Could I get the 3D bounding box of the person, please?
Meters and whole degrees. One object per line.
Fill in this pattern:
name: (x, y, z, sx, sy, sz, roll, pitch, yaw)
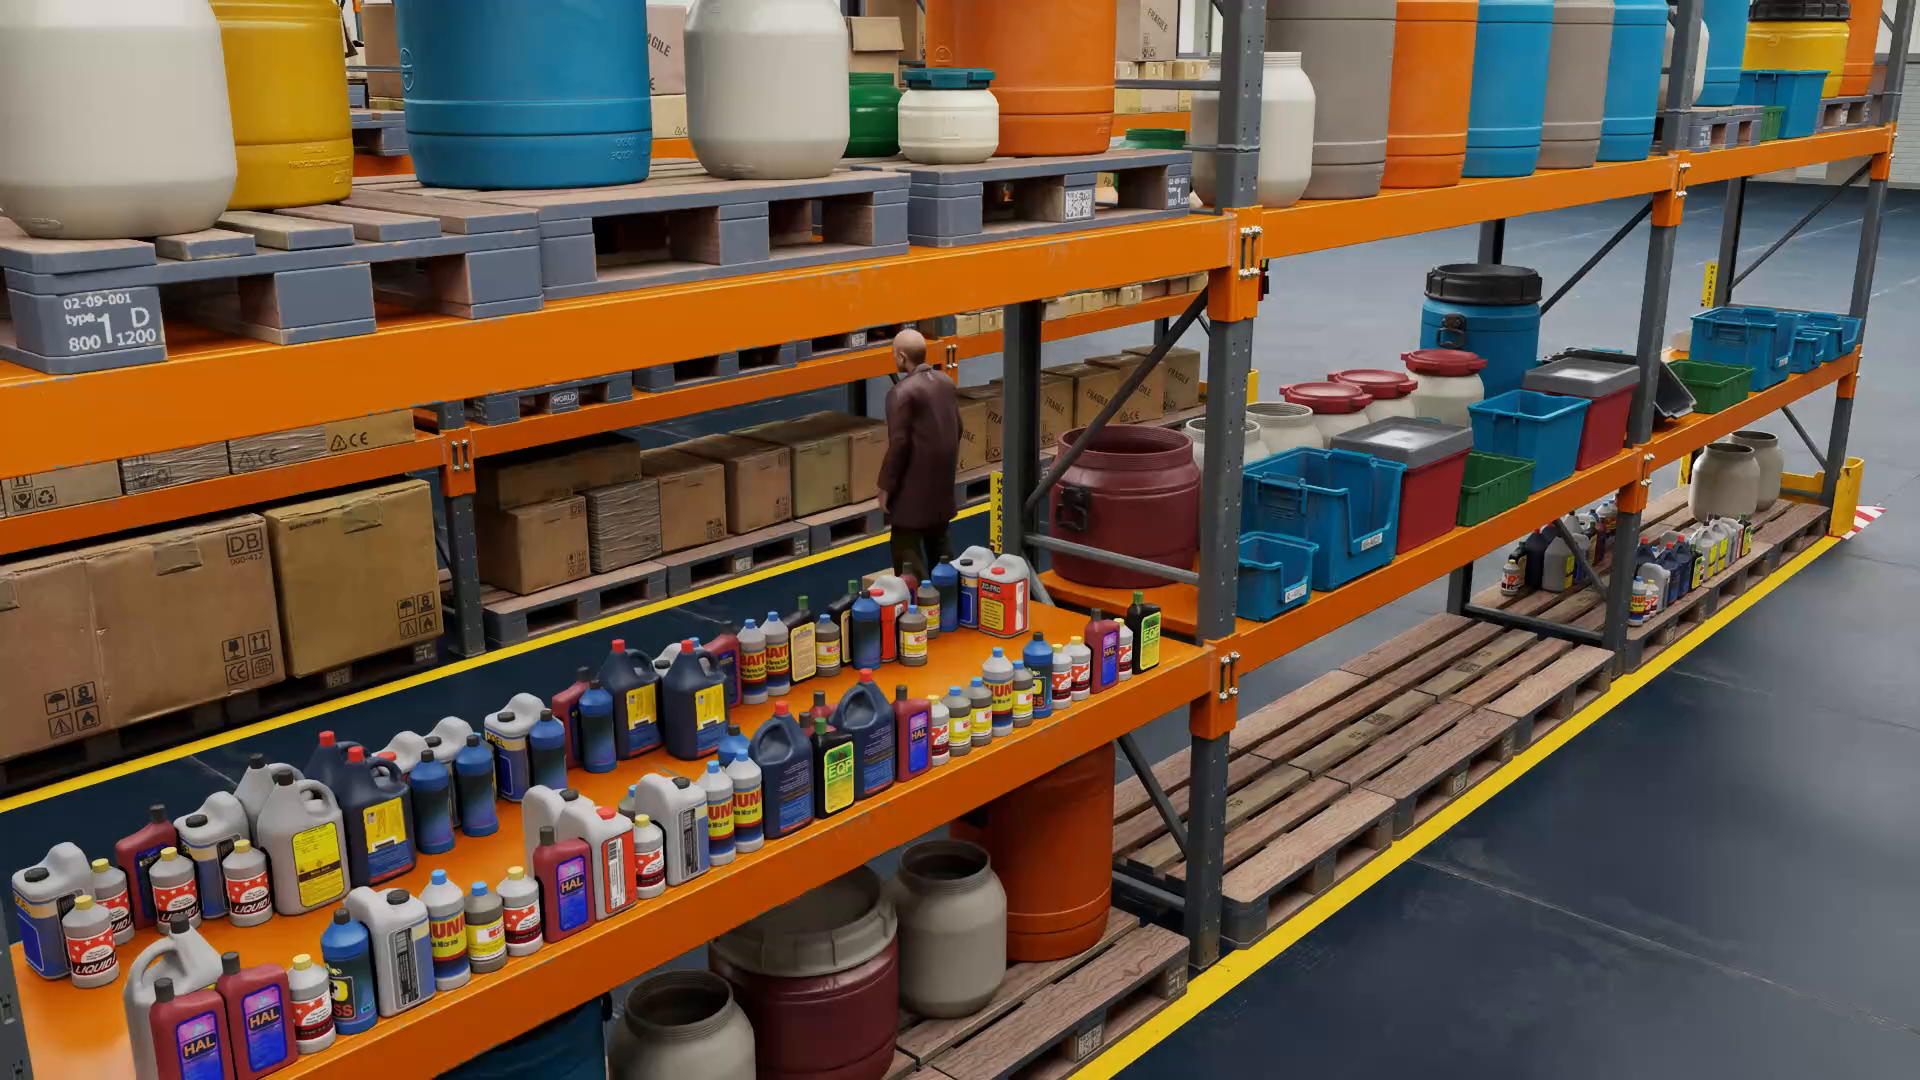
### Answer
person: (-0.234, -0.344, 9.714, 0.417, 1.774, 0.656, 13, 21, 38)
